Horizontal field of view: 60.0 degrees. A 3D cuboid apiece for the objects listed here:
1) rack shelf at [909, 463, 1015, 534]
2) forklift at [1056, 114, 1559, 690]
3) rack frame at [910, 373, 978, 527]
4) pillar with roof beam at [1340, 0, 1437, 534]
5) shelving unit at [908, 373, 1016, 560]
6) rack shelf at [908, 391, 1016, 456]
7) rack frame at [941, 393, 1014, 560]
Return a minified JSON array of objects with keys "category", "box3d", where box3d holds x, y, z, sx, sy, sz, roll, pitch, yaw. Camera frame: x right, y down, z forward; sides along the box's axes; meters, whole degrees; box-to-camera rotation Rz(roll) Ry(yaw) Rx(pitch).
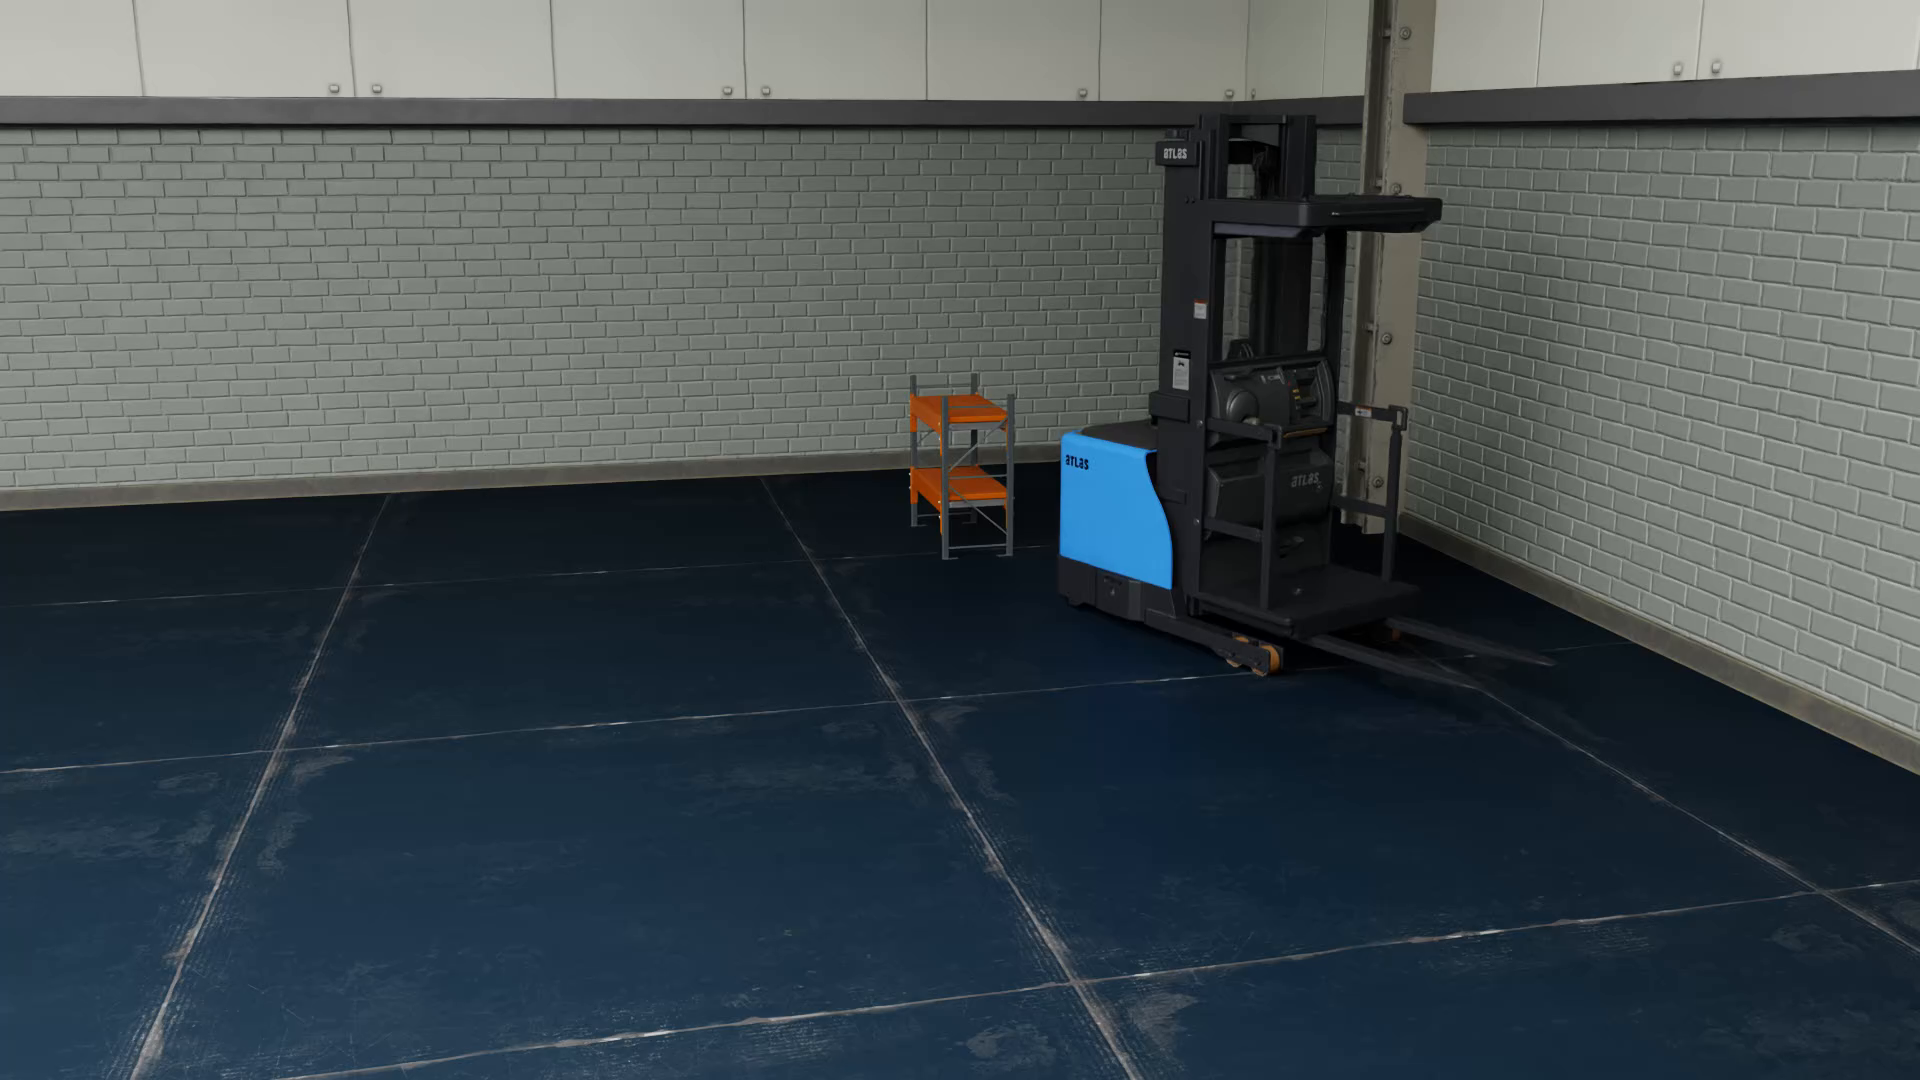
[{"category":"rack shelf","box3d":[0.002,-0.307,11.845,0.538,0.278,1.000,-3,14,-13]},{"category":"forklift","box3d":[1.875,-0.824,9.124,1.130,2.935,3.031,-10,17,-35]},{"category":"rack frame","box3d":[-0.118,-0.662,12.267,0.500,1.125,0.032,-3,14,-13]},{"category":"pillar with roof beam","box3d":[-1.136,-4.229,10.274,9.100,9.000,0.400,-3,14,-13]},{"category":"shelving unit","box3d":[0.002,-0.545,11.787,0.538,1.125,1.048,-3,14,-13]},{"category":"rack shelf","box3d":[0.002,-0.829,11.718,0.538,0.278,1.000,-3,14,-13]},{"category":"rack frame","box3d":[0.121,-0.428,11.307,0.500,1.125,0.032,-3,14,-13]}]
